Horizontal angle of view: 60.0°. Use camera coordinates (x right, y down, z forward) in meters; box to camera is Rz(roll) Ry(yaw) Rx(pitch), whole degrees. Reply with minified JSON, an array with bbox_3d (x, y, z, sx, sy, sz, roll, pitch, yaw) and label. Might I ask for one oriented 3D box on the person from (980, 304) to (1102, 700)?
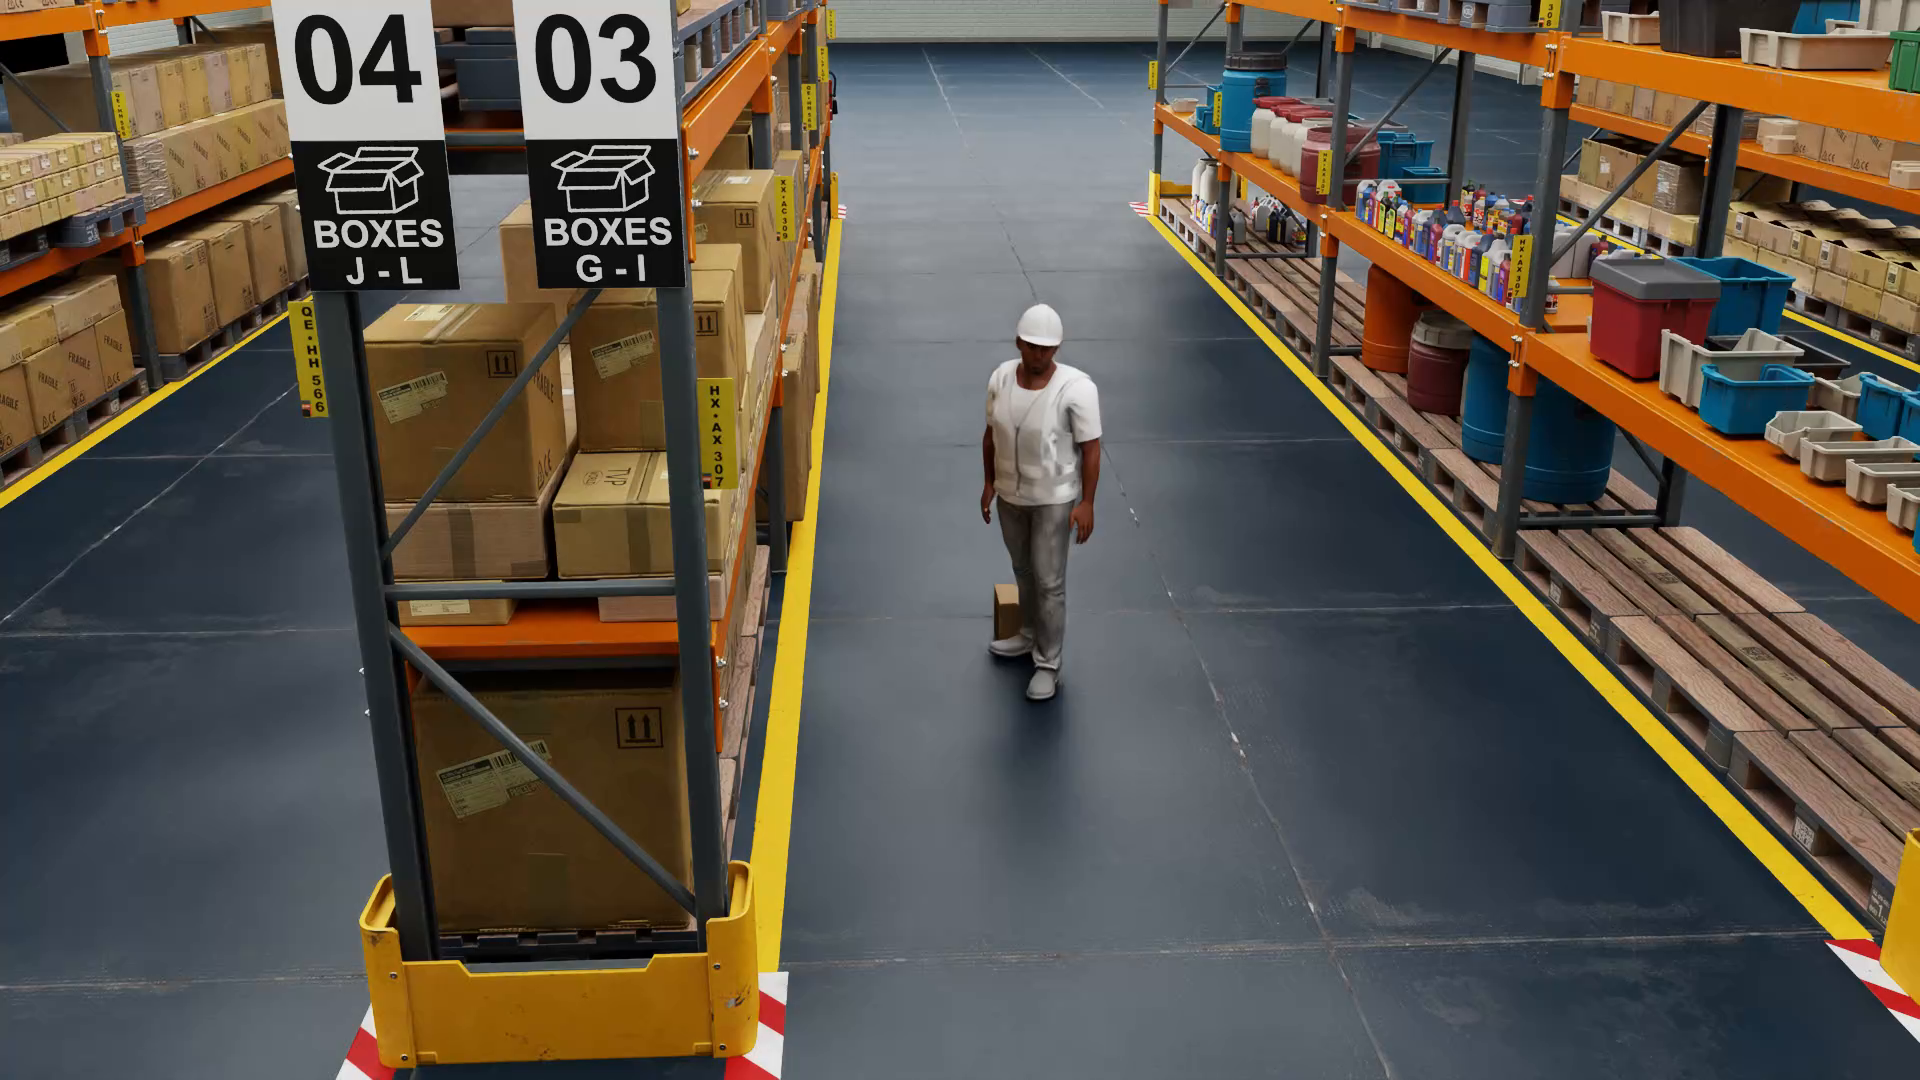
[{"bbox_3d":[0.337,-0.199,7.547,0.587,1.770,0.537,15,25,36],"label":"person"}]
